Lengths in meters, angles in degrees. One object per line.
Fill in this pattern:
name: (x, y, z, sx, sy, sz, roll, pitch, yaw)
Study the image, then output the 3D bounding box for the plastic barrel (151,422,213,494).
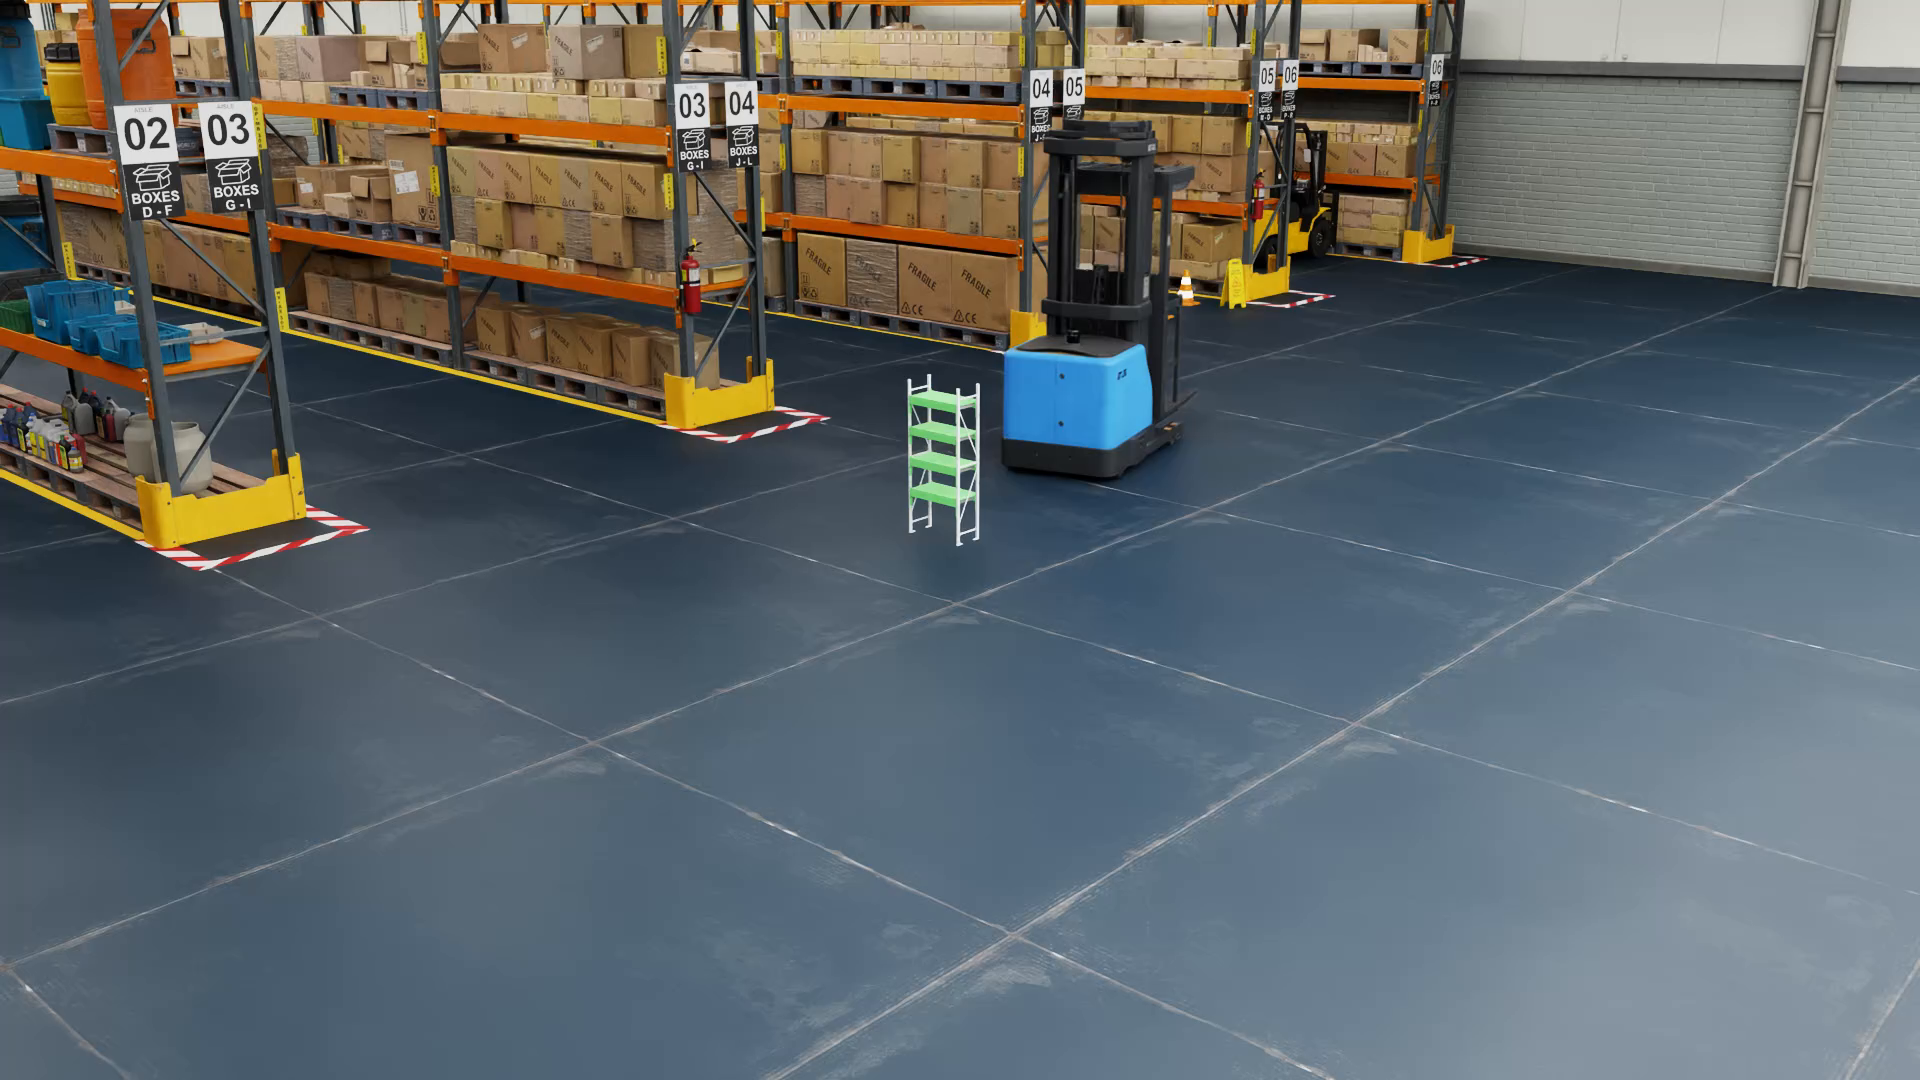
plastic barrel: (-6.134, -0.646, 13.107, 0.421, 0.512, 0.421, 0, 18, 0)

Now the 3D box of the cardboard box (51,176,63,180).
cardboard box: (-13.324, -5.558, 24.923, 0.500, 0.250, 0.500, 14, 22, 37)

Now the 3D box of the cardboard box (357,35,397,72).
cardboard box: (-7.013, -5.717, 19.716, 0.500, 0.500, 0.500, 16, 23, 40)

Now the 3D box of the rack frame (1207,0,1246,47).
rack frame: (4.574, -9.666, 28.193, 0.127, 3.000, 1.000, 15, 23, 39)

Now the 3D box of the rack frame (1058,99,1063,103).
rack frame: (1.282, -5.683, 25.559, 0.127, 3.000, 1.000, 15, 23, 39)

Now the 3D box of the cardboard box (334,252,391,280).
cardboard box: (-7.363, -3.388, 20.492, 0.500, 0.250, 0.500, -15, 23, -40)

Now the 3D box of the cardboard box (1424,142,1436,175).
cardboard box: (7.380, -6.213, 27.066, 0.500, 0.500, 0.500, 16, 24, 41)

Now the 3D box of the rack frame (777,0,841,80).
rack frame: (-1.928, -7.402, 21.059, 0.127, 3.000, 1.000, 15, 23, 39)

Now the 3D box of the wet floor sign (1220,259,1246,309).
wet floor sign: (3.706, -3.477, 22.502, 0.267, 0.644, 0.232, -9, 20, -27)

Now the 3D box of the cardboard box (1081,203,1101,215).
cardboard box: (1.984, -4.918, 24.688, 0.250, 0.149, 0.380, 16, 24, 41)

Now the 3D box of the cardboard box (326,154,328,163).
cardboard box: (-10.878, -6.693, 29.158, 0.250, 0.149, 0.380, 15, 23, 39)

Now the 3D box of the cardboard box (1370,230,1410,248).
cardboard box: (7.005, -4.916, 26.994, 0.500, 0.250, 0.500, 15, 23, 40)

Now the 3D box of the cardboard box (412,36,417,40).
cardboard box: (-8.531, -7.987, 26.624, 0.250, 0.149, 0.380, 16, 23, 41)

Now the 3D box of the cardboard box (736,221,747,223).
cardboard box: (-3.503, -6.190, 29.977, 0.875, 0.875, 0.875, 16, 24, 41)

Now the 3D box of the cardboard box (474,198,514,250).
cardboard box: (-4.649, -3.417, 17.764, 0.500, 0.500, 0.875, 15, 23, 39)

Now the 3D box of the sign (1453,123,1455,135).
sign: (7.939, -6.578, 26.818, 0.005, 0.325, 0.100, 15, 23, 39)

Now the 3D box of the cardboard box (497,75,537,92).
cardboard box: (-4.470, -4.644, 16.916, 0.250, 0.149, 0.380, 14, 23, 38)

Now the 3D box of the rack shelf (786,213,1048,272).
rack shelf: (-0.432, -3.798, 20.810, 4.000, 0.370, 1.077, 15, 23, 39)

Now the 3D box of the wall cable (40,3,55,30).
wall cable: (-16.212, -12.158, 30.727, 0.120, 5.999, 2.277, 15, 23, 39)

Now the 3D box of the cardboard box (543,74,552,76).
cardboard box: (-4.109, -4.766, 17.300, 0.250, 0.149, 0.380, 16, 24, 41)

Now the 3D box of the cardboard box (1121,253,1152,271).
cardboard box: (2.714, -4.080, 24.361, 0.500, 0.250, 0.500, 14, 22, 37)

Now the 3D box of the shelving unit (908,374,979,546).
shelving unit: (-0.124, -0.605, 12.535, 0.503, 1.200, 0.258, 15, 23, 39)

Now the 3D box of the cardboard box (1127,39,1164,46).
cardboard box: (3.297, -8.686, 29.351, 0.500, 0.311, 0.500, 14, 22, 37)

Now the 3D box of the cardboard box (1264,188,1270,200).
cardboard box: (4.158, -4.875, 23.429, 0.250, 0.149, 0.380, 15, 23, 39)

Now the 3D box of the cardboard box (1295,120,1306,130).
cardboard box: (5.632, -6.933, 27.770, 0.250, 0.149, 0.380, 15, 23, 39)

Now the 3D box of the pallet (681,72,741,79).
pallet: (-3.564, -6.344, 22.997, 1.213, 0.211, 1.003, 16, 24, 42)

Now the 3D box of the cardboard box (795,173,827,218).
cardboard box: (-1.644, -4.543, 21.719, 0.550, 0.550, 0.875, 15, 23, 39)

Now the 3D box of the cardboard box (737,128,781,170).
cardboard box: (-2.689, -5.268, 22.434, 0.500, 0.500, 0.700, 15, 23, 38)

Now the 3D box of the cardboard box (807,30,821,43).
cardboard box: (-1.689, -6.279, 20.718, 0.250, 0.149, 0.380, 15, 23, 39)

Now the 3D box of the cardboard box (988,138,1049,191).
cardboard box: (0.812, -4.409, 19.512, 0.550, 0.550, 0.875, 15, 23, 39)

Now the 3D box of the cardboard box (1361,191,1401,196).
cardboard box: (6.956, -5.608, 27.523, 0.500, 0.250, 0.500, 15, 23, 39)

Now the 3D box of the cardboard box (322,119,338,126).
cardboard box: (-10.743, -7.468, 28.874, 0.500, 0.500, 0.500, 15, 23, 39)

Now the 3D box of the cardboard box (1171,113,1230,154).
cardboard box: (3.374, -5.702, 23.310, 0.500, 0.500, 0.700, 15, 23, 40)

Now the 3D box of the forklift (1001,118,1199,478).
forklift: (1.442, -2.327, 15.100, 1.130, 2.935, 3.031, 8, 19, 24)

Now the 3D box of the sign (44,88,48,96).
sign: (-8.210, -3.876, 14.893, 0.005, 0.325, 0.100, 15, 23, 39)

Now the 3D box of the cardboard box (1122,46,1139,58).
cardboard box: (2.519, -6.942, 23.666, 0.250, 0.149, 0.380, 16, 23, 40)

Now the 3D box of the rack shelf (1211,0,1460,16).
rack shelf: (6.070, -8.731, 27.097, 4.000, 0.370, 1.077, 15, 23, 39)

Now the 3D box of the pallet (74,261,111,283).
pallet: (-12.713, -4.133, 25.286, 1.213, 0.211, 1.003, 15, 23, 39)

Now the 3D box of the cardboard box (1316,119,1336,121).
cardboard box: (6.119, -6.987, 27.940, 0.250, 0.149, 0.380, 16, 24, 41)

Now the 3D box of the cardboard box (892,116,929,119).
cardboard box: (-0.791, -6.746, 27.557, 0.500, 0.500, 0.500, 15, 23, 38)

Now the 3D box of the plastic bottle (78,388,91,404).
plastic bottle: (-7.910, -1.203, 15.095, 0.185, 0.351, 0.144, 14, 23, 38)

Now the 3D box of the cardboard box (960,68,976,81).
cardboard box: (0.210, -5.389, 19.232, 0.250, 0.149, 0.380, 15, 23, 40)

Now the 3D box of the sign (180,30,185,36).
sign: (-10.926, -6.998, 23.369, 0.005, 0.325, 0.100, 15, 23, 39)

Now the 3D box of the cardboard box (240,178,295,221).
cardboard box: (-8.821, -4.334, 21.145, 0.500, 0.500, 0.500, 16, 24, 41)

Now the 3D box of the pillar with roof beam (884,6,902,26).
pillar with roof beam: (-4.189, -10.642, 31.268, 0.400, 9.000, 9.100, 15, 23, 39)

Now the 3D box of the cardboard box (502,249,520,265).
cardboard box: (-4.598, -3.005, 17.537, 0.250, 0.149, 0.380, 15, 23, 39)

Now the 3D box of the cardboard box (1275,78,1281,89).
cardboard box: (4.242, -6.330, 23.054, 0.250, 0.149, 0.380, 15, 23, 39)

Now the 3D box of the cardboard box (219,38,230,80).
cardboard box: (-8.791, -6.029, 20.827, 0.797, 0.503, 0.637, -17, 24, -42)

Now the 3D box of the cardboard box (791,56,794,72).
cardboard box: (-2.213, -6.334, 22.014, 0.396, 0.266, 0.258, 15, 23, 38)

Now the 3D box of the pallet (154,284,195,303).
pallet: (-10.652, -3.580, 23.543, 1.213, 0.211, 1.003, 15, 23, 39)

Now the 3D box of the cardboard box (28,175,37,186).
cardboard box: (-14.031, -5.533, 25.503, 0.250, 0.149, 0.380, 15, 23, 38)

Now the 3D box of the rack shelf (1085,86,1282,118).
rack shelf: (2.778, -6.368, 23.949, 4.000, 0.370, 1.077, 15, 23, 39)

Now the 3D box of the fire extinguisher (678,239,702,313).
fire extinguisher: (-2.524, -2.473, 15.574, 0.183, 0.674, 0.296, 15, 23, 39)

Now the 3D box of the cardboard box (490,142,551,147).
cardboard box: (-4.776, -4.079, 18.194, 0.500, 0.500, 0.500, 15, 23, 39)

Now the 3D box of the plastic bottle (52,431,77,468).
plastic bottle: (-7.426, -0.755, 13.806, 0.135, 0.276, 0.152, 15, 23, 40)
